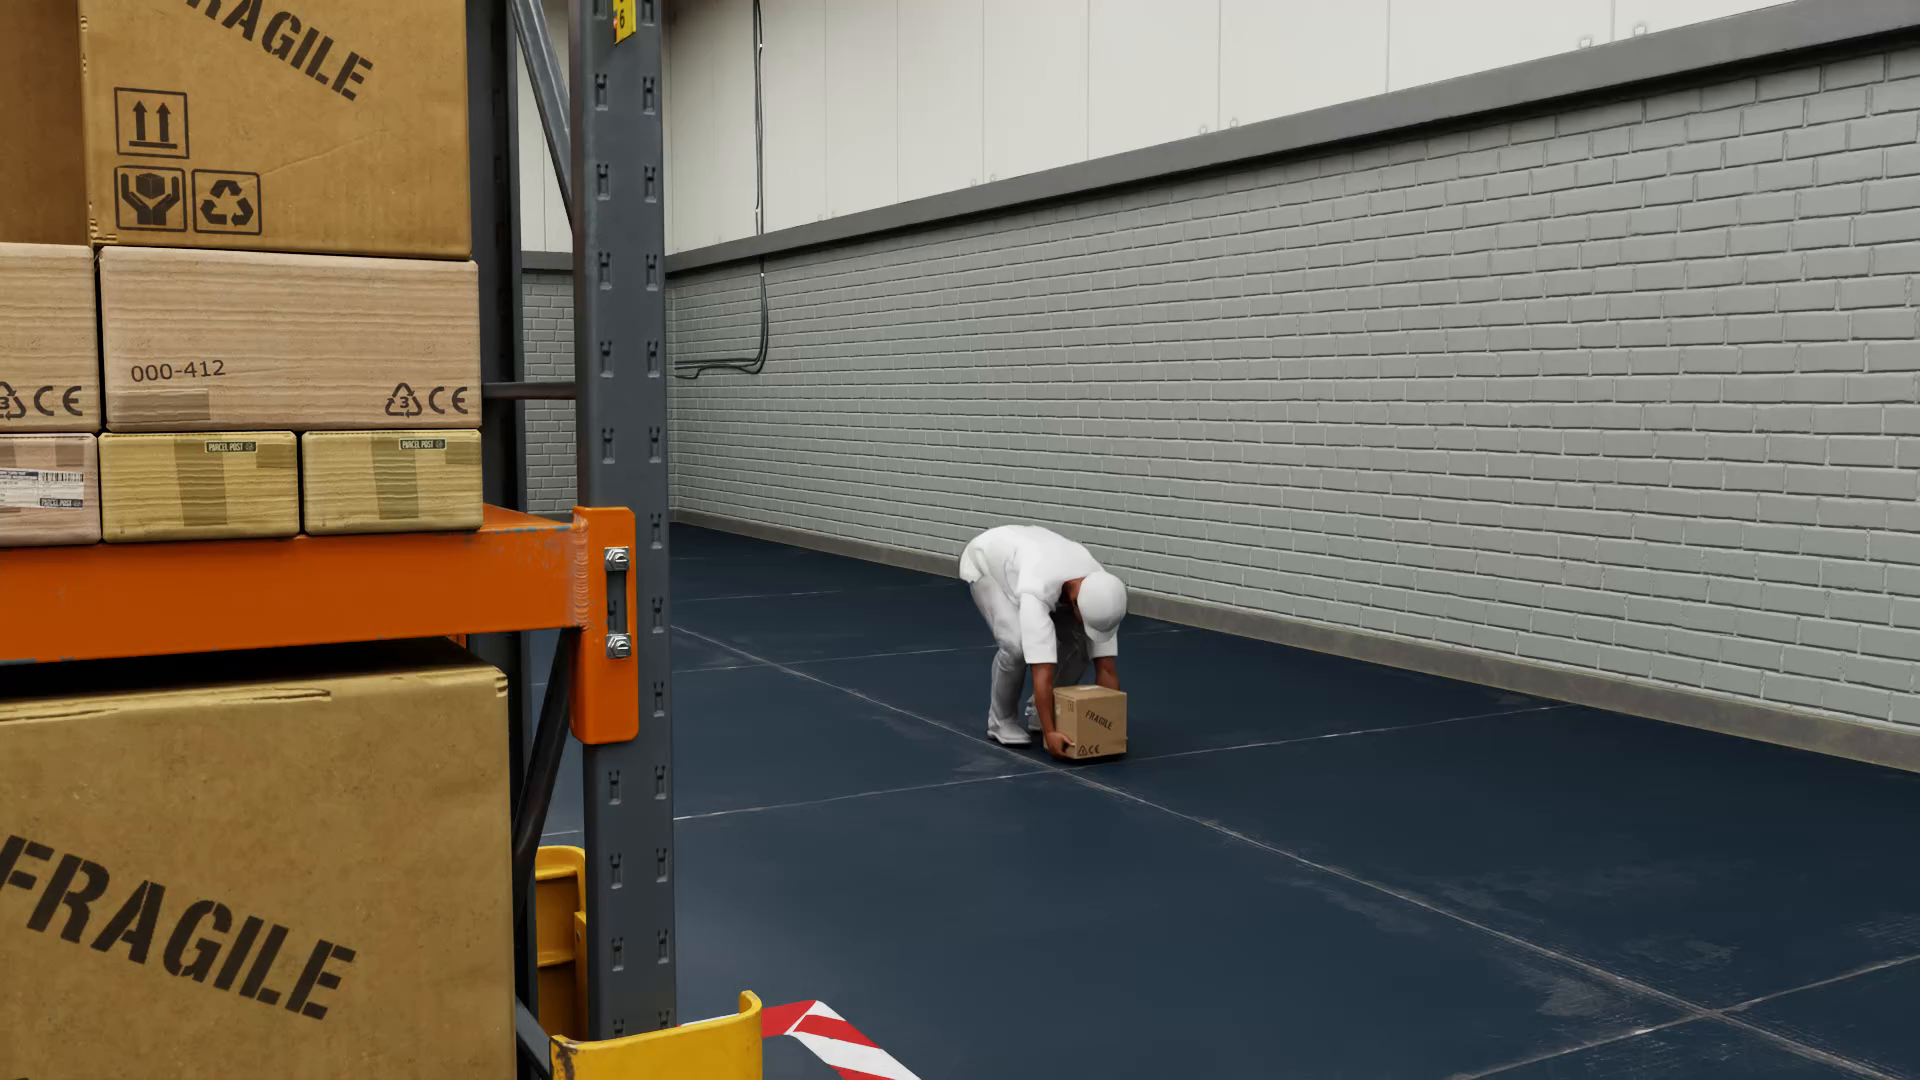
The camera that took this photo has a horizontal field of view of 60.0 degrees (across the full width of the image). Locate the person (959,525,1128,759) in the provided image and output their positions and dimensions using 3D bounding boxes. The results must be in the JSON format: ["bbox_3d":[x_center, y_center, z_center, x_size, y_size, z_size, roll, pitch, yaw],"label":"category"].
[{"bbox_3d":[0.388,0.415,7.112,0.498,0.939,0.974,-3,6,-31],"label":"person"}]
